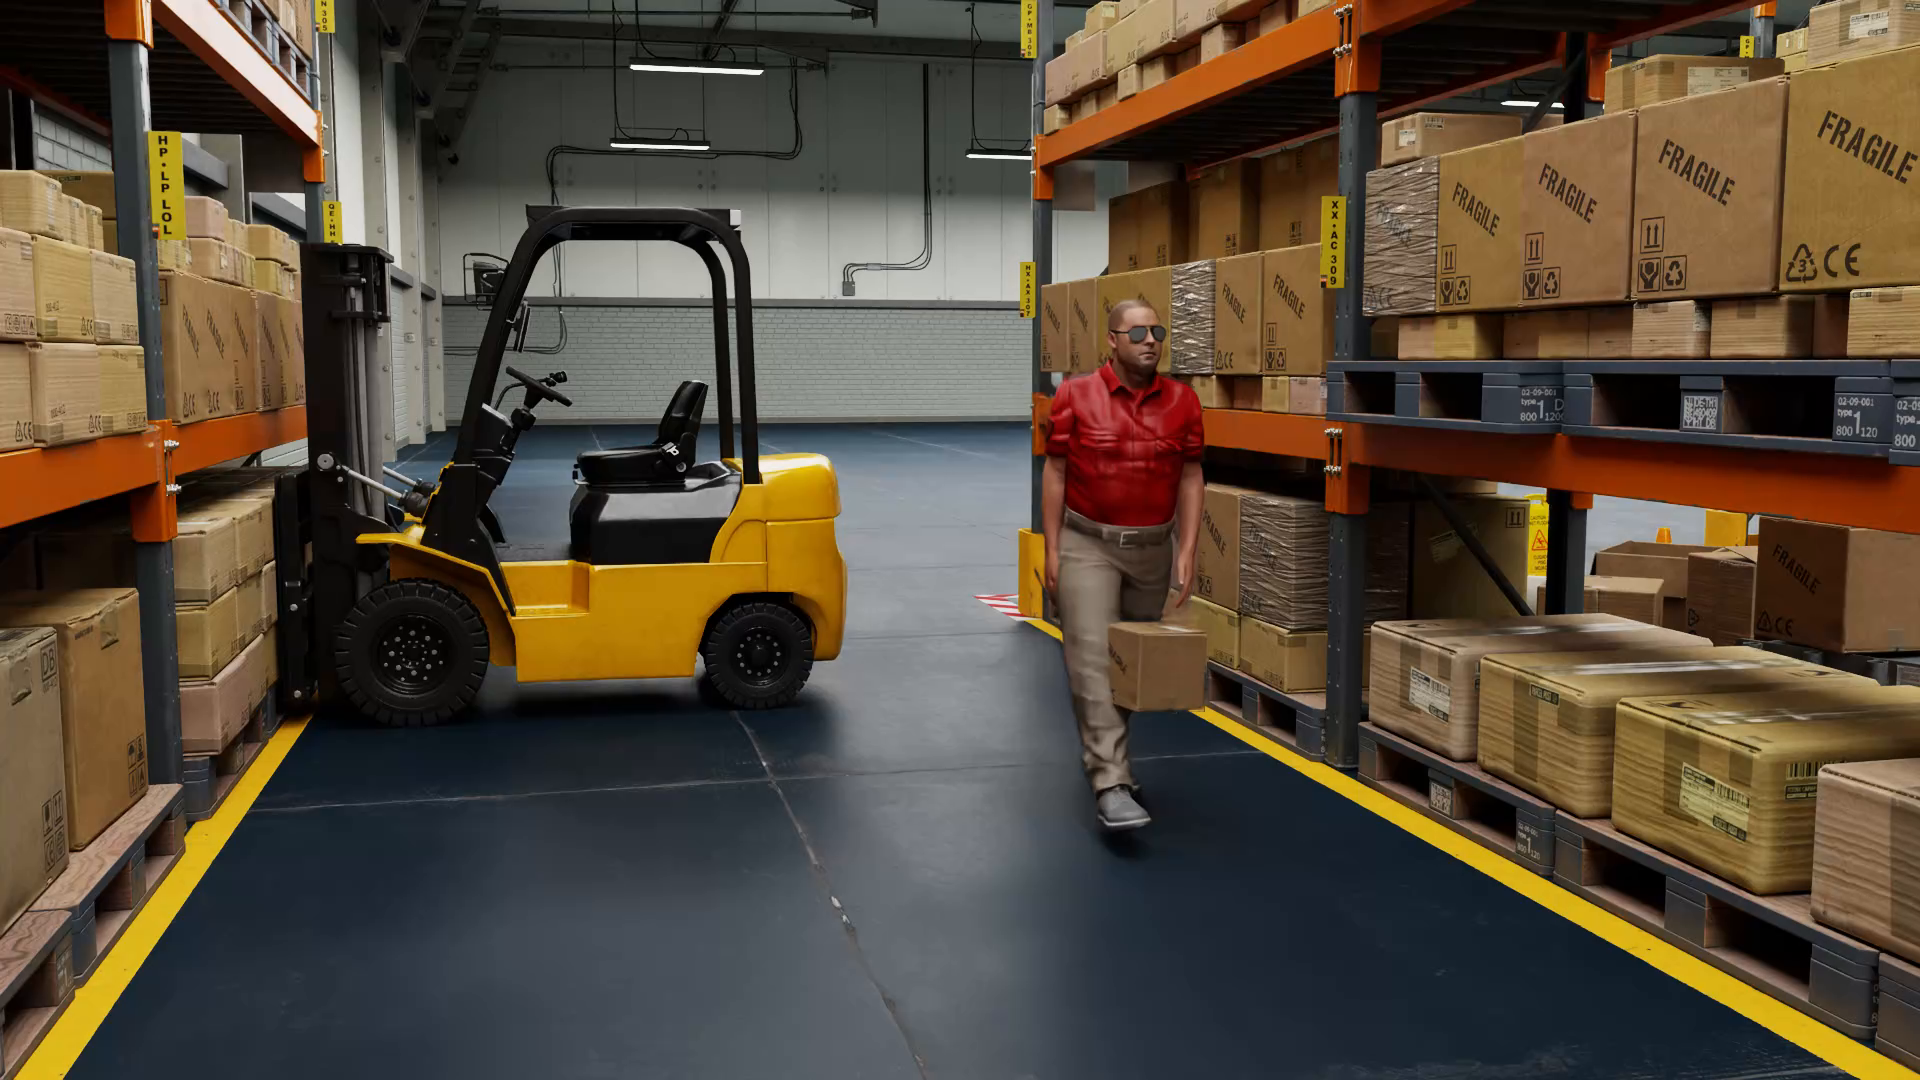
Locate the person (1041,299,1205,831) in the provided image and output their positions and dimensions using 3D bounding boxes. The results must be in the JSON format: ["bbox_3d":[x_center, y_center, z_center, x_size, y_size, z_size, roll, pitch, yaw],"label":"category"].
[{"bbox_3d":[0.574,0.062,5.440,0.542,1.688,0.950,-2,6,-17],"label":"person"}]
